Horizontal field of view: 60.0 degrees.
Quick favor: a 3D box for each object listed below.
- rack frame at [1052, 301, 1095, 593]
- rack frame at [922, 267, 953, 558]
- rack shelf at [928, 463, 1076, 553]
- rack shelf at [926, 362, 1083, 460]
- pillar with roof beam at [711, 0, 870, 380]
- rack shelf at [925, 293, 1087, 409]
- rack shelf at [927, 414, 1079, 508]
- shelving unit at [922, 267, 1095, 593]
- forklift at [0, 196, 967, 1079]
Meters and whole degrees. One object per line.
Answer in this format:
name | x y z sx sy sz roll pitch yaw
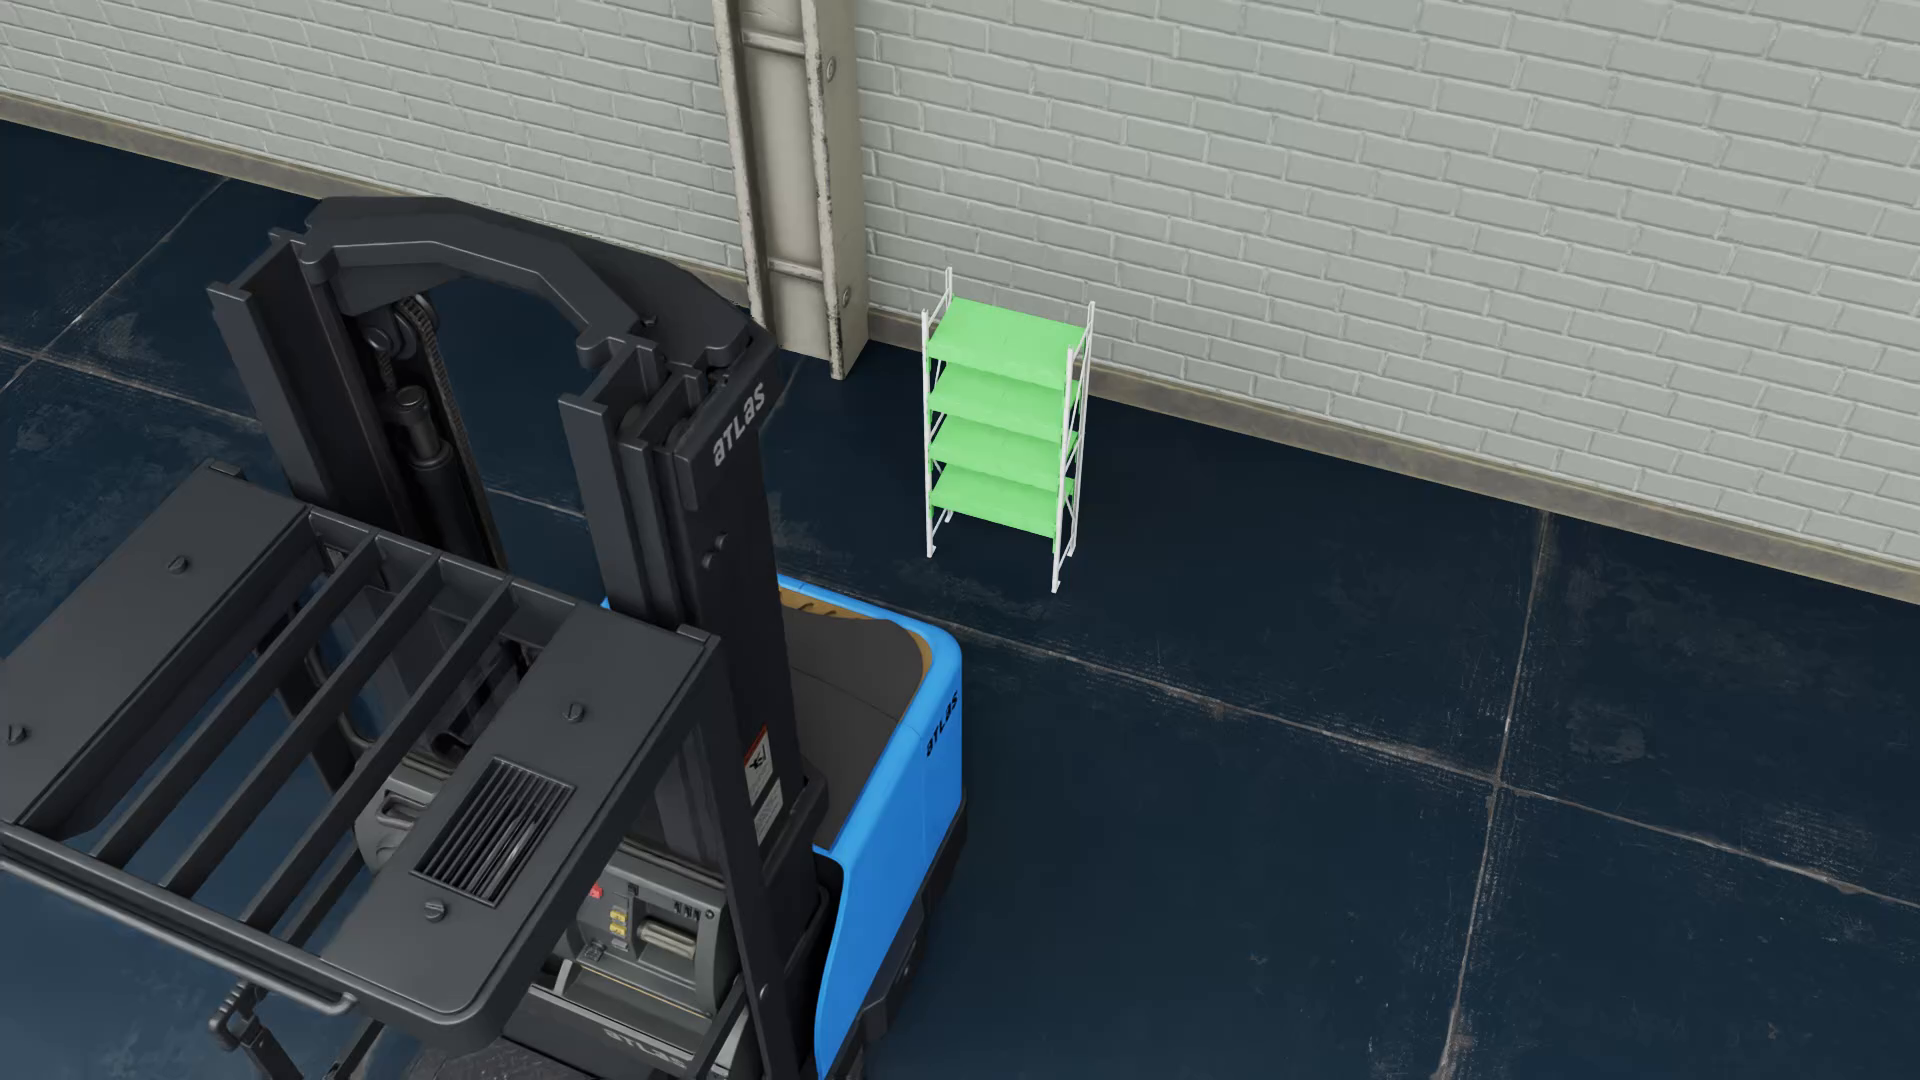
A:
rack frame | 0.384 -0.286 5.704 0.015 1.200 0.240 16 51 13
rack frame | -0.074 -0.414 5.814 0.015 1.200 0.240 16 51 13
rack shelf | 0.155 -0.151 5.989 0.480 0.148 0.258 16 51 13
rack shelf | 0.155 -0.465 5.626 0.480 0.148 0.258 16 51 13
pillar with roof beam | -2.104 -0.710 0.910 0.400 9.000 9.100 16 51 13
rack shelf | 0.155 -0.622 5.445 0.480 0.148 0.258 16 51 13
rack shelf | 0.155 -0.308 5.807 0.480 0.148 0.258 16 51 13
shelving unit | 0.155 -0.350 5.759 0.503 1.200 0.258 16 51 13
forklift | -1.021 0.889 3.540 1.130 2.935 3.031 18 51 15
